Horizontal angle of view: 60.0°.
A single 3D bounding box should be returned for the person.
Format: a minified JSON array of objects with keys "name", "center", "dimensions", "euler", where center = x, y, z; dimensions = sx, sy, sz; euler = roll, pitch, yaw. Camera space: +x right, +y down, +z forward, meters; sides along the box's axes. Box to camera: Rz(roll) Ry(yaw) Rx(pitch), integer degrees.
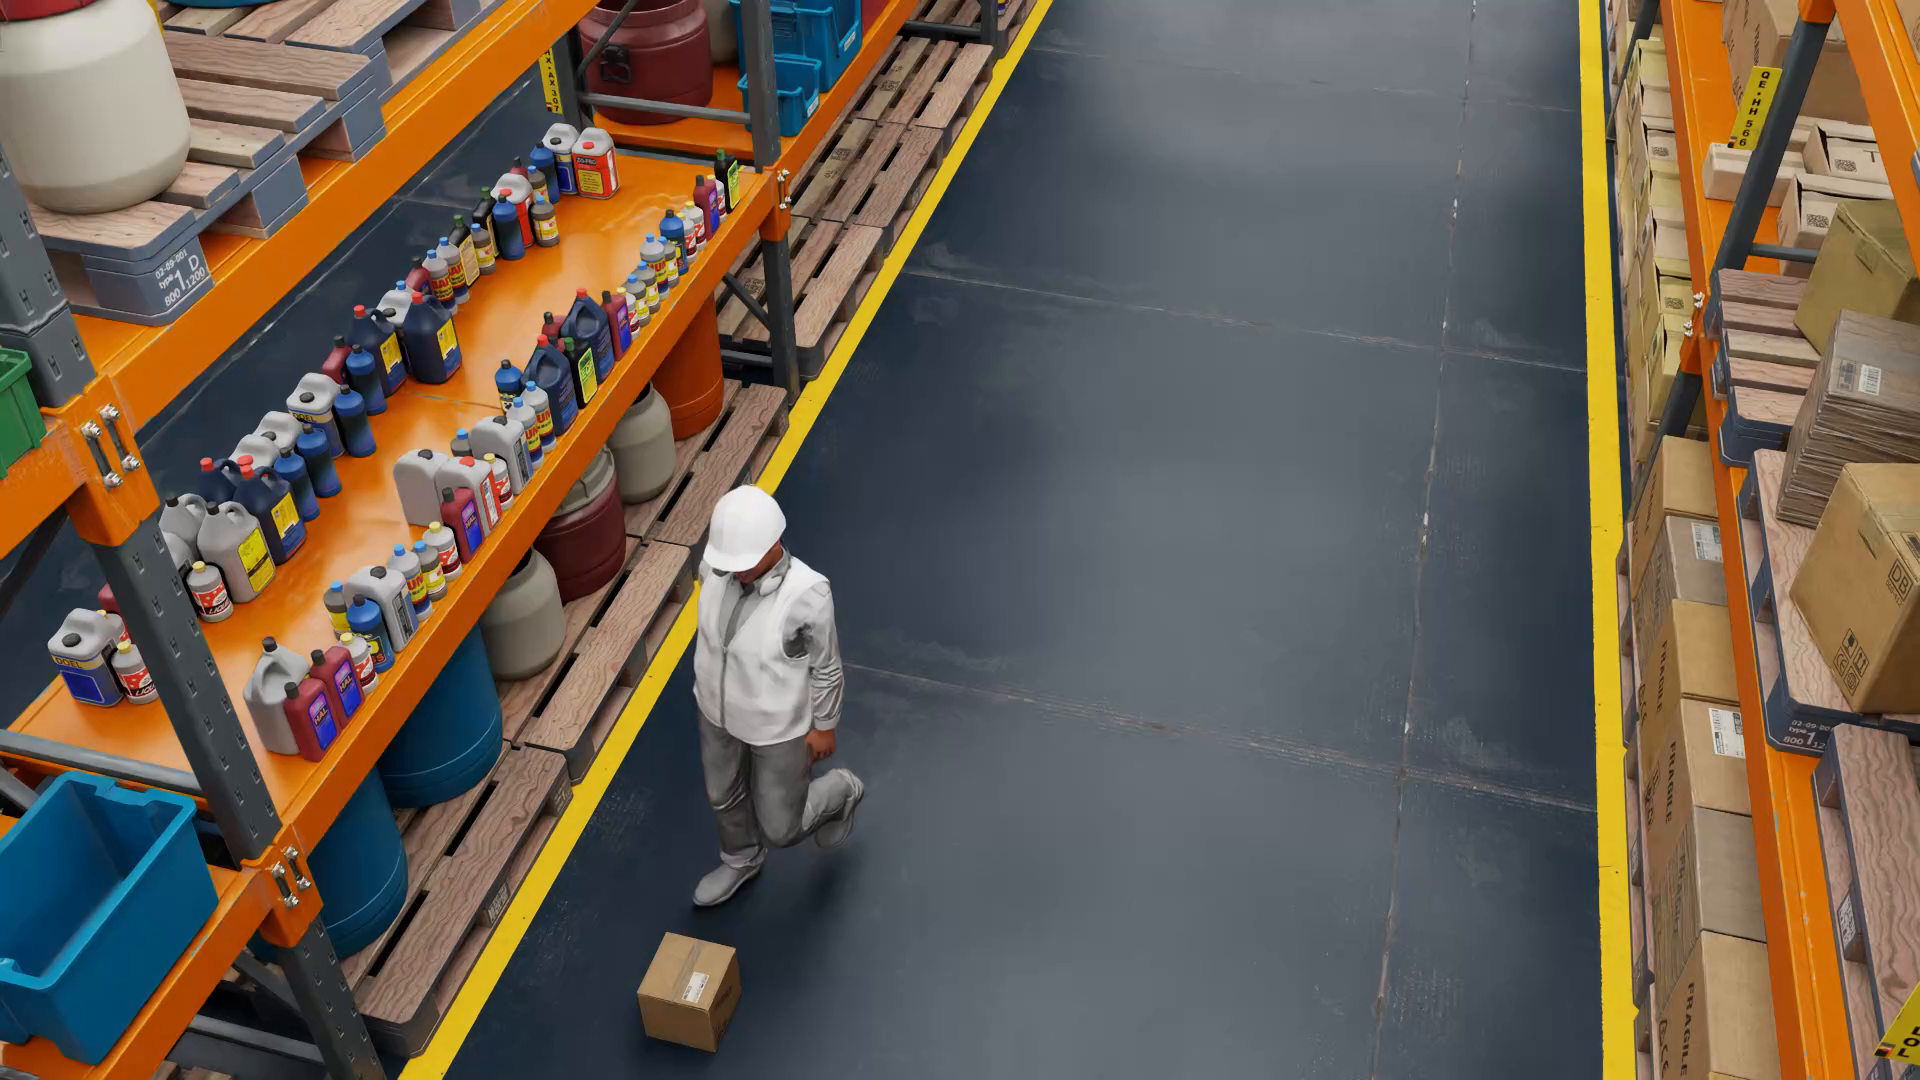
[{"name":"person","center":[-0.640,0.537,5.497],"dimensions":[0.555,1.756,0.637],"euler":[25,46,26]}]
